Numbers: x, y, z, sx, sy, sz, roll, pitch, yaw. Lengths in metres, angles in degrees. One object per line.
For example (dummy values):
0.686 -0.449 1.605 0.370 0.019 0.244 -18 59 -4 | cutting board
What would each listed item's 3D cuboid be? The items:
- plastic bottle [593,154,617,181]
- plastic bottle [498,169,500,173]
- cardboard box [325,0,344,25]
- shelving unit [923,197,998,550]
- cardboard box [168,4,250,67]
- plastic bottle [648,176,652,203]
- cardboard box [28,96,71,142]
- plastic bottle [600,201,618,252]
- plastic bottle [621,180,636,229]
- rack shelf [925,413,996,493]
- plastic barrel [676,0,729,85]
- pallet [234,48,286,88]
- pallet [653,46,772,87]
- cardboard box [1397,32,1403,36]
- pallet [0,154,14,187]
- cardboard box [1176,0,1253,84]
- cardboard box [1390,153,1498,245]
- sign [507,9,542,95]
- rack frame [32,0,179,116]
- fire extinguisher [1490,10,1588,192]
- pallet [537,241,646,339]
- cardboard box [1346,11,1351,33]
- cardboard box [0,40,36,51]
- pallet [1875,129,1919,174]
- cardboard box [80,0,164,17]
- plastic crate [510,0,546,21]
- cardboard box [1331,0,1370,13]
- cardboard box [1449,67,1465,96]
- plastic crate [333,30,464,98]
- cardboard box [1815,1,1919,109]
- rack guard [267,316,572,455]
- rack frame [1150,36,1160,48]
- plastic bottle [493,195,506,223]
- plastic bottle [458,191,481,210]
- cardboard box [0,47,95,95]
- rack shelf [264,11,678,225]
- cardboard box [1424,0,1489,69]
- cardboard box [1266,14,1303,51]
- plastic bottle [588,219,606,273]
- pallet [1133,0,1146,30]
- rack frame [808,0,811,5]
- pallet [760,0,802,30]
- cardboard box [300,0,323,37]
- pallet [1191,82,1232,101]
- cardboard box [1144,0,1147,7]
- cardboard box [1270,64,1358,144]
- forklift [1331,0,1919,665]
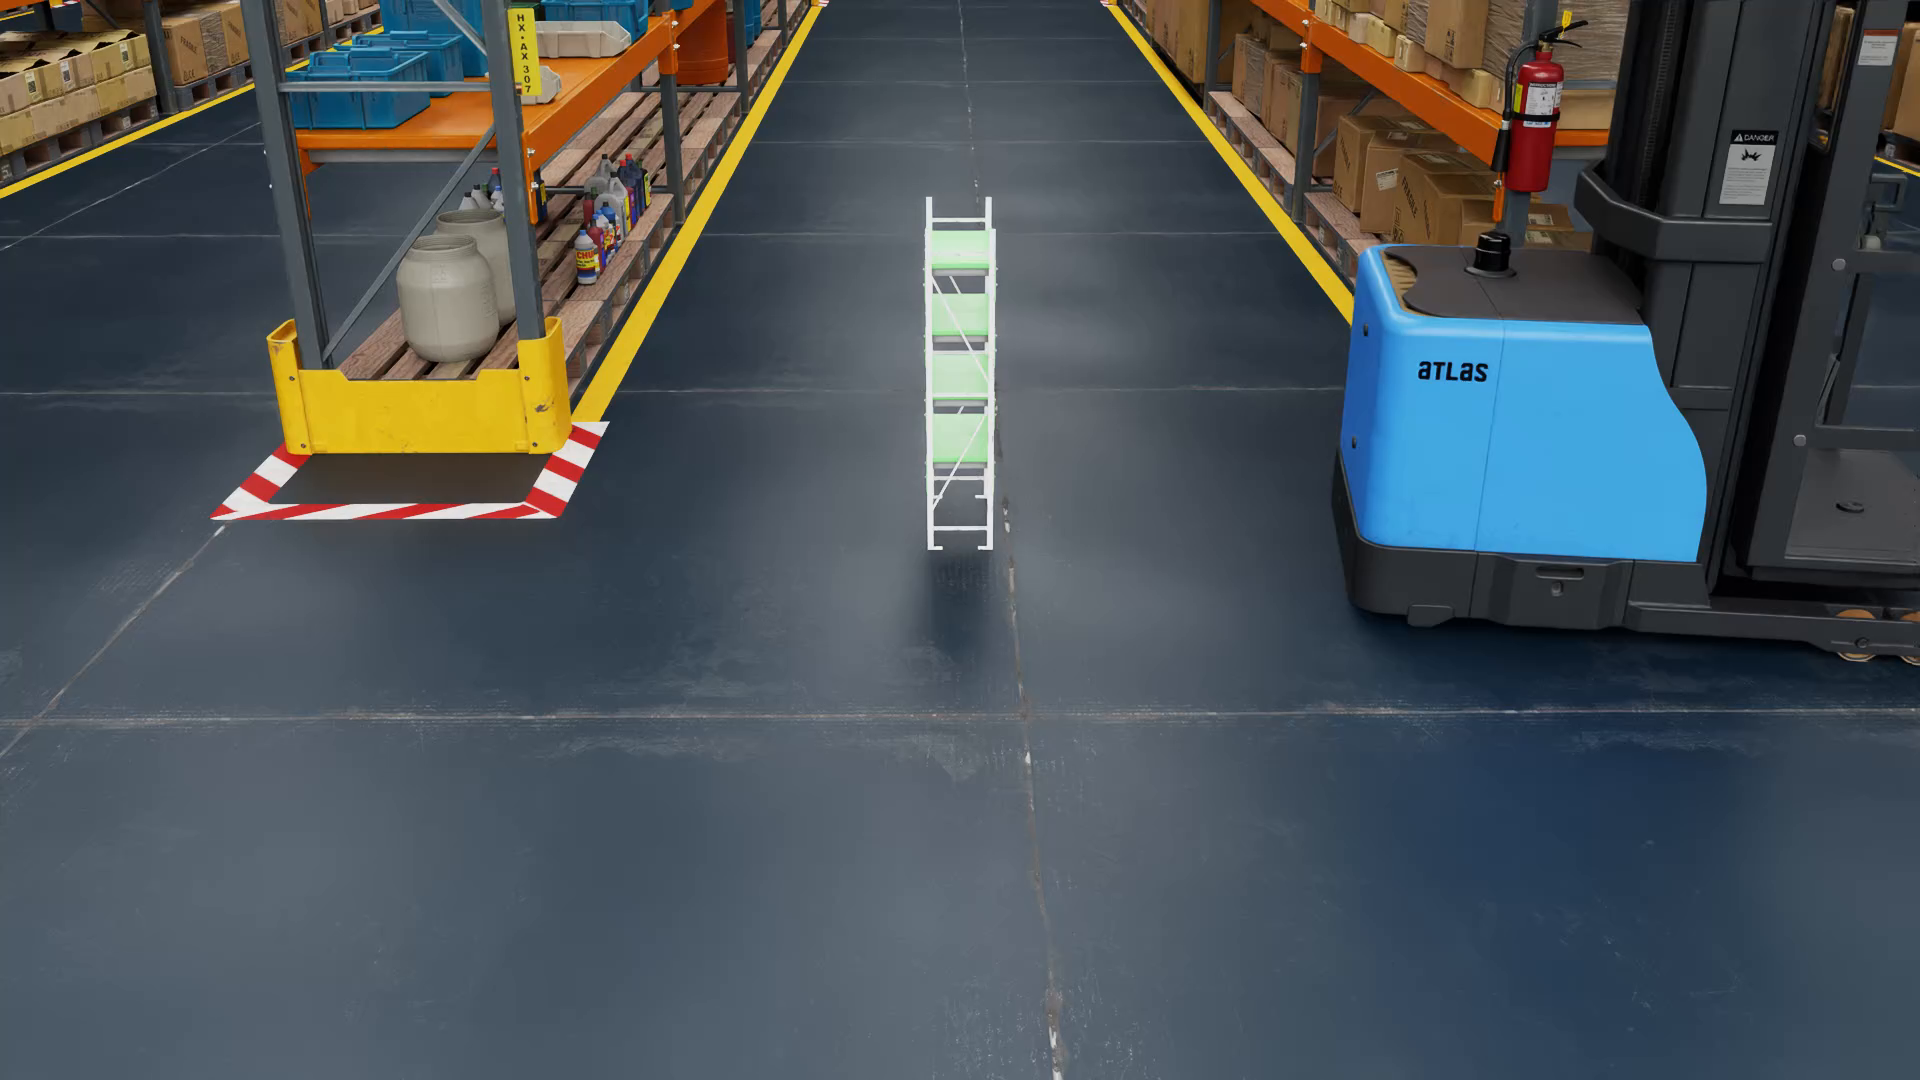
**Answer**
-2.135 -2.148 10.040 0.144 0.351 0.185 0 24 -1 | plastic bottle
-2.693 -2.078 9.886 0.144 0.351 0.185 0 24 1 | plastic bottle
-7.115 -5.844 18.261 0.500 0.311 0.500 0 24 -1 | cardboard box
-0.002 -0.615 6.154 0.258 1.200 0.503 0 24 -1 | shelving unit
-7.014 -4.720 15.545 0.500 0.500 0.500 -1 24 -1 | cardboard box
-1.971 -2.197 10.329 0.097 0.201 0.097 0 24 0 | plastic bottle
-7.013 -3.138 12.375 0.500 0.250 0.500 0 24 0 | cardboard box
-1.958 -1.743 9.240 0.097 0.271 0.097 0 24 0 | plastic bottle
-1.946 -1.972 9.732 0.061 0.283 0.133 1 24 3 | plastic bottle
-0.002 -0.338 6.279 0.258 0.148 0.480 0 24 -1 | rack shelf
-2.352 -4.472 14.621 0.600 0.830 0.708 0 24 -1 | plastic barrel
-7.264 -4.585 16.133 1.003 0.211 1.213 0 24 -1 | pallet
-2.391 -4.623 16.216 1.003 0.211 1.213 0 24 -1 | pallet
2.446 -2.516 8.478 0.380 0.149 0.250 0 24 -1 | cardboard box
-7.287 -2.431 11.370 1.003 0.211 1.213 0 24 -1 | pallet
2.636 -4.597 14.844 1.225 0.875 0.875 -1 24 -3 | cardboard box
2.730 -1.837 9.197 0.500 0.500 0.500 -2 24 -5 | cardboard box
-1.693 -1.898 6.470 0.100 0.325 0.005 0 24 -1 | sign
-7.283 -5.047 13.769 1.000 3.000 0.127 0 24 -1 | rack frame
2.250 -1.709 6.482 0.296 0.674 0.183 0 24 -1 | fire extinguisher
-2.305 -1.368 9.018 1.003 0.211 1.213 0 24 -1 | pallet
2.400 -2.928 9.389 0.380 0.149 0.250 0 24 -1 | cardboard box
-7.557 -3.807 13.175 0.500 0.311 0.500 -1 24 -2 | cardboard box
7.527 -2.973 12.568 1.003 0.211 1.213 0 24 -1 | pallet
-7.533 -4.858 14.940 0.500 0.250 0.500 1 24 1 | cardboard box
-2.408 -3.175 9.705 0.767 0.338 0.504 0 24 -1 | plastic crate
2.580 -3.231 9.271 0.875 0.500 0.500 0 24 -1 | cardboard box
2.457 -2.104 7.567 0.380 0.149 0.250 0 24 -1 | cardboard box
-2.549 -2.176 7.601 0.499 0.251 0.408 0 24 -1 | plastic crate
7.500 -3.985 13.642 1.050 0.750 0.750 -1 24 -1 | cardboard box
-2.291 -0.663 7.110 1.175 0.500 0.348 0 24 -1 | rack guard
2.579 -6.738 17.508 1.000 3.000 0.127 0 24 -1 | rack frame
-2.538 -1.802 9.366 0.152 0.276 0.135 0 24 -1 | plastic bottle
-2.684 -1.749 9.157 0.144 0.351 0.185 1 24 2 | plastic bottle
-7.016 -3.604 12.725 0.500 0.311 0.500 0 24 -1 | cardboard box
-2.265 -2.267 8.496 1.077 0.370 4.000 0 24 -1 | rack shelf
2.606 -2.407 7.449 0.875 0.500 0.500 0 24 -1 | cardboard box
2.676 -3.999 13.040 0.500 0.250 0.500 2 24 5 | cardboard box
-1.935 -1.576 8.856 0.061 0.283 0.133 0 24 0 | plastic bottle
2.633 -6.285 19.891 1.003 0.211 1.213 0 24 -1 | pallet
-2.417 -8.364 21.103 1.000 3.000 0.127 0 24 -1 | rack frame
-2.437 -6.252 19.817 1.003 0.211 1.213 0 24 -1 | pallet
-7.035 -5.555 17.391 0.500 0.500 0.500 0 24 -1 | cardboard box
2.689 -4.144 15.157 1.003 0.211 1.213 0 24 -1 | pallet
2.642 -6.604 19.282 0.875 0.875 0.875 0 24 -1 | cardboard box
2.688 -3.183 12.148 0.700 0.500 0.500 -2 24 -5 | cardboard box
2.876 -1.165 5.269 3.031 2.935 1.130 3 25 7 | forklift
